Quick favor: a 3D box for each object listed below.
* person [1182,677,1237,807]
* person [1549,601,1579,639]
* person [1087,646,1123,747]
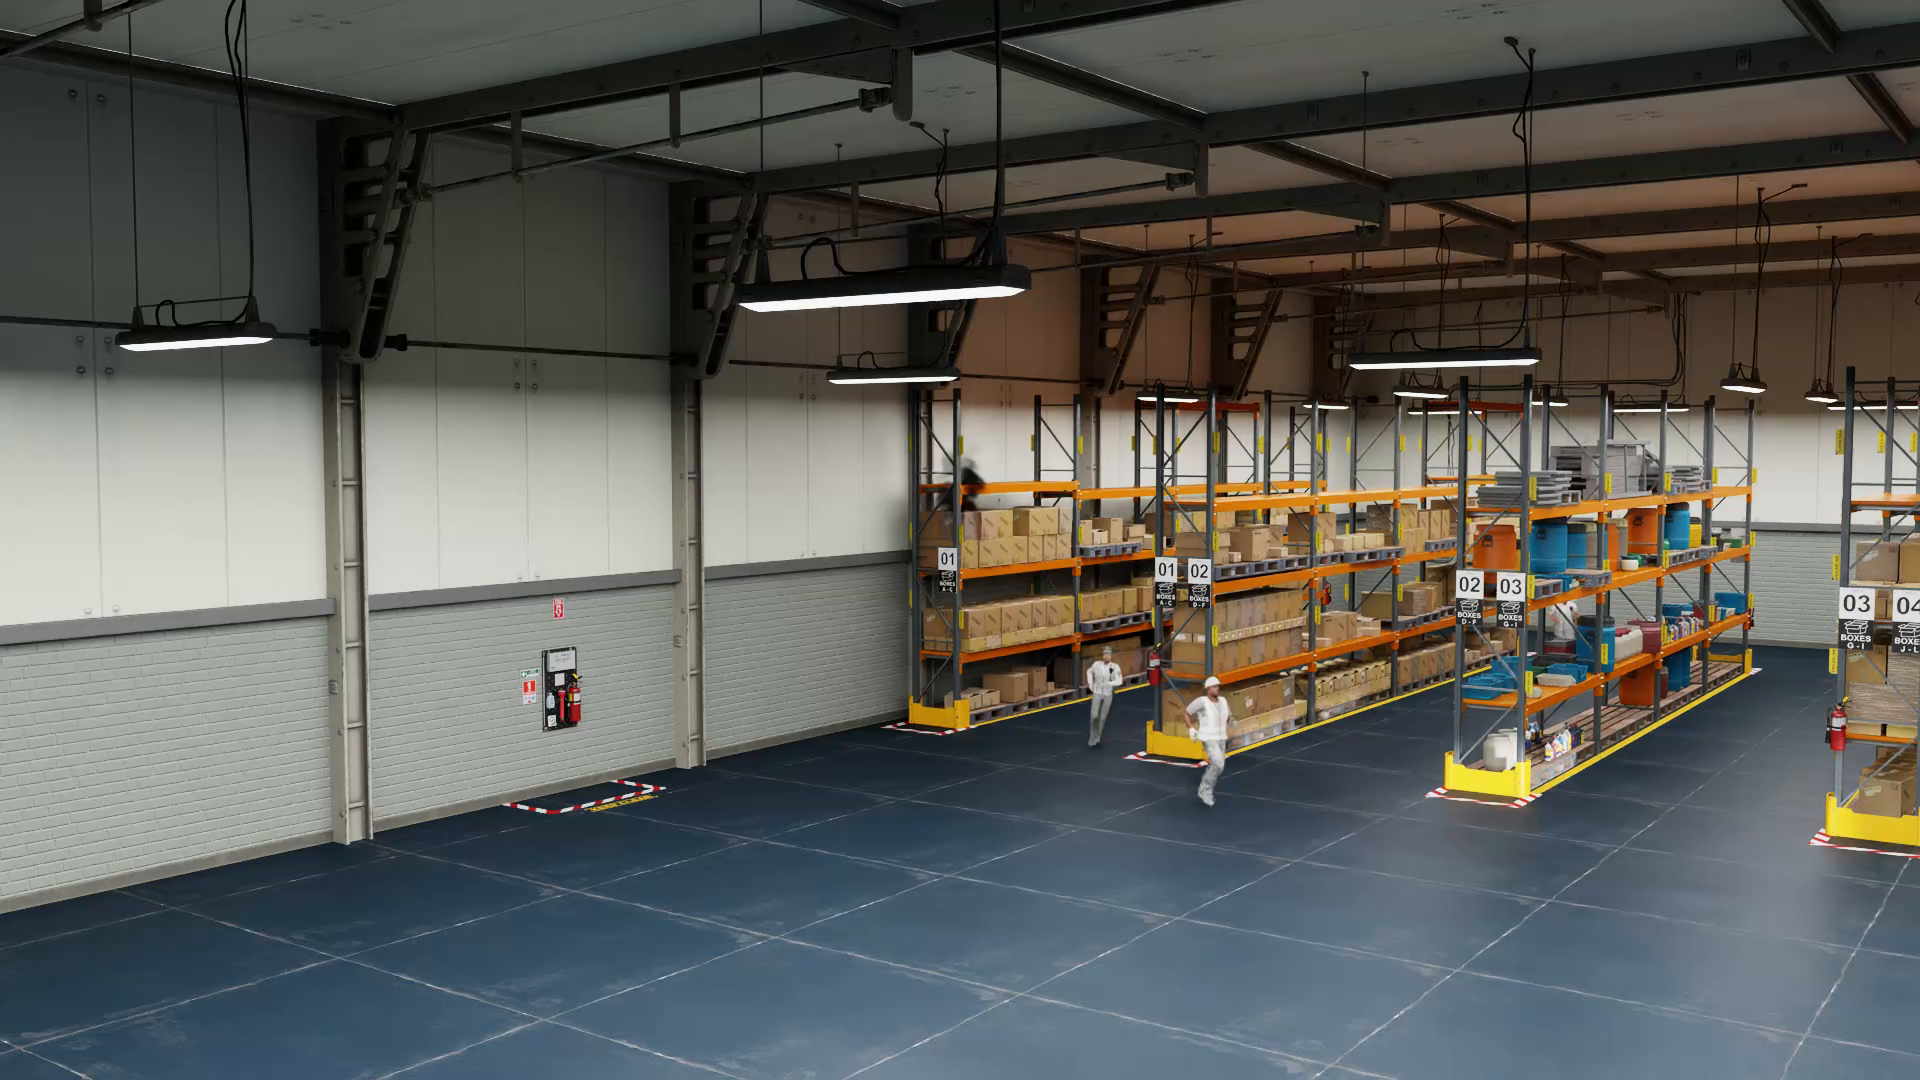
[{"bbox_3d":[3.532,2.798,23.084,0.668,1.789,0.706,-2,4,-37],"label":"person"},{"bbox_3d":[13.552,2.006,37.353,0.630,1.794,0.731,1,4,22],"label":"person"},{"bbox_3d":[2.408,2.603,27.670,0.602,1.725,0.637,0,3,7],"label":"person"}]
